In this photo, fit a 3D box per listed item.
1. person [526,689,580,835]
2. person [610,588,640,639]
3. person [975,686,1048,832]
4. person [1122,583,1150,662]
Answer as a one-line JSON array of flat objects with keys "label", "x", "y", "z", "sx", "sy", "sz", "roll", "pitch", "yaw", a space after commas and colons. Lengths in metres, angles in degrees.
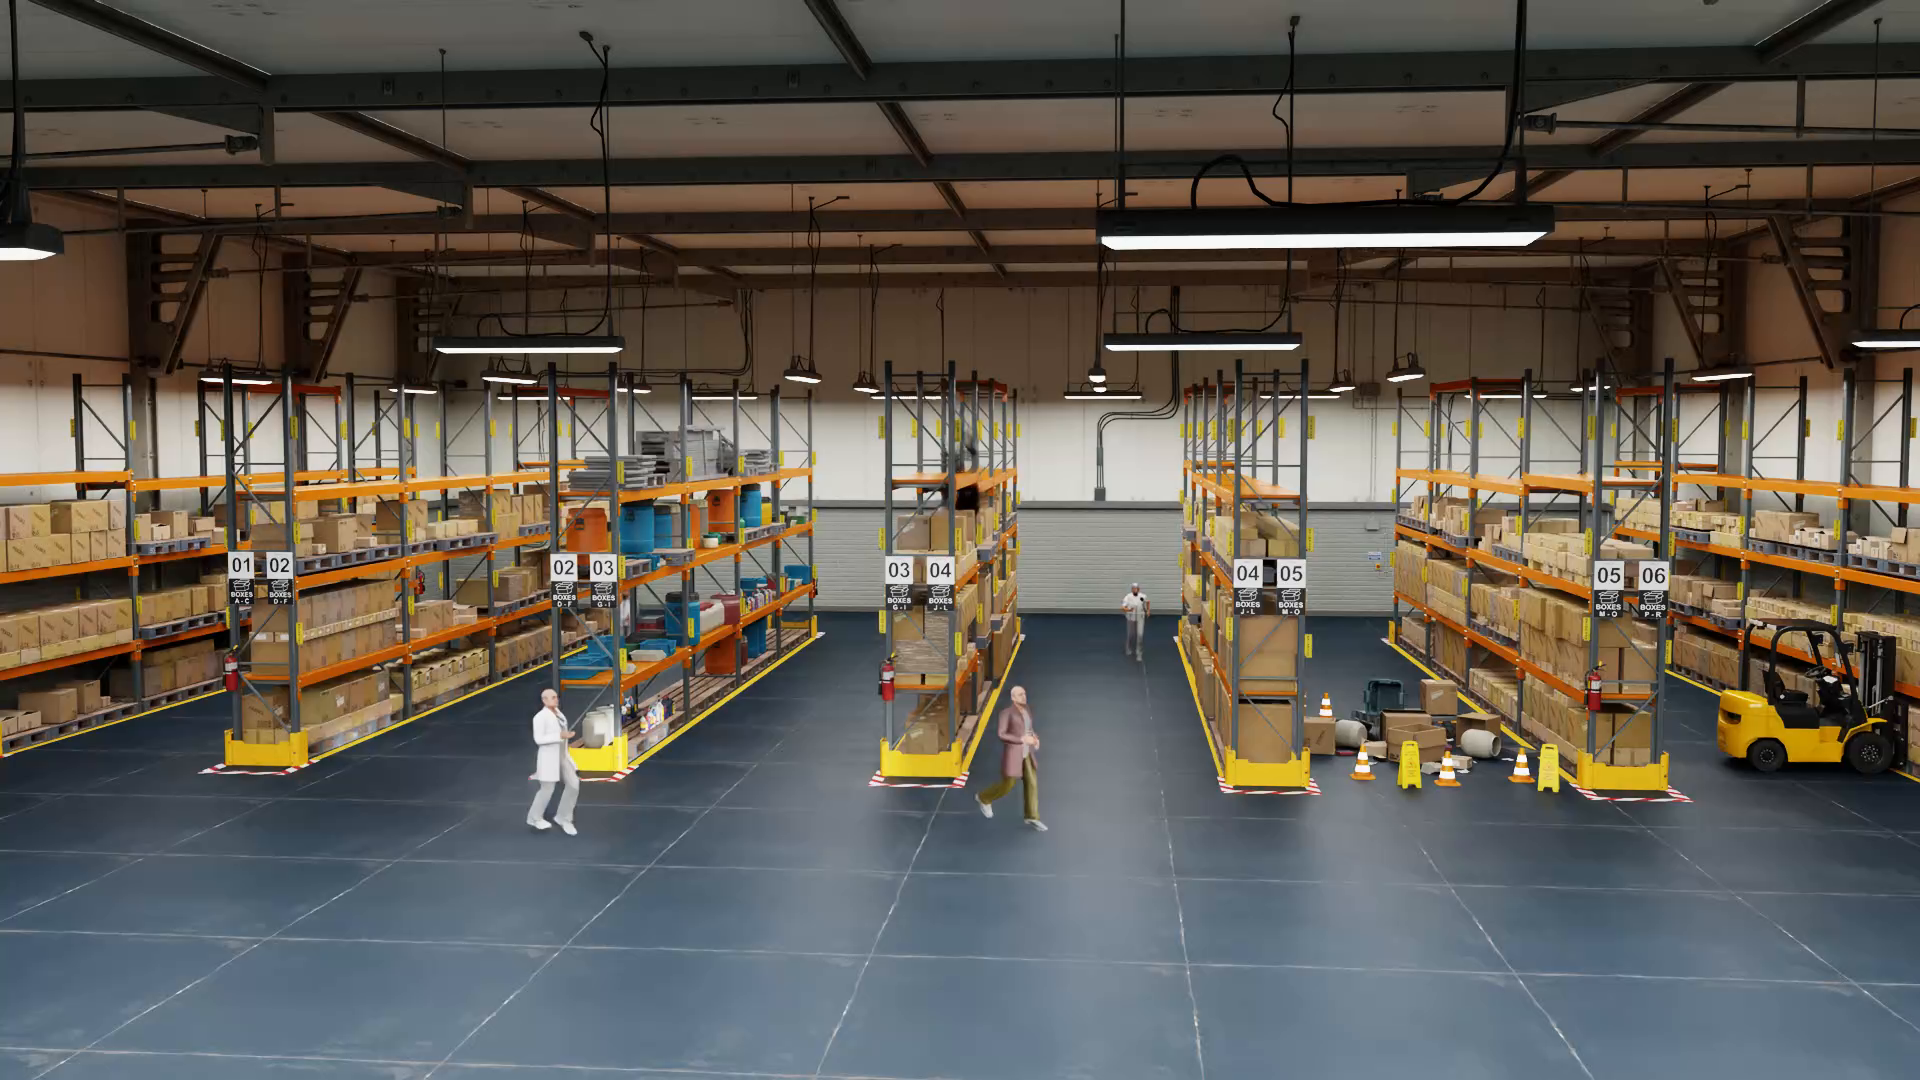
[{"label": "person", "x": -5.039, "y": 2.765, "z": 20.627, "sx": 0.790, "sy": 1.840, "sz": 0.684, "roll": 2, "pitch": 4, "yaw": 26}, {"label": "person", "x": -7.114, "y": 1.816, "z": 35.251, "sx": 0.656, "sy": 1.805, "sz": 0.627, "roll": 0, "pitch": 4, "yaw": -6}, {"label": "person", "x": 0.684, "y": 2.773, "z": 21.039, "sx": 1.048, "sy": 1.715, "sz": 0.719, "roll": 4, "pitch": 5, "yaw": 44}, {"label": "person", "x": 3.857, "y": 1.780, "z": 36.467, "sx": 0.612, "sy": 1.706, "sz": 0.909, "roll": 0, "pitch": 4, "yaw": 6}]
